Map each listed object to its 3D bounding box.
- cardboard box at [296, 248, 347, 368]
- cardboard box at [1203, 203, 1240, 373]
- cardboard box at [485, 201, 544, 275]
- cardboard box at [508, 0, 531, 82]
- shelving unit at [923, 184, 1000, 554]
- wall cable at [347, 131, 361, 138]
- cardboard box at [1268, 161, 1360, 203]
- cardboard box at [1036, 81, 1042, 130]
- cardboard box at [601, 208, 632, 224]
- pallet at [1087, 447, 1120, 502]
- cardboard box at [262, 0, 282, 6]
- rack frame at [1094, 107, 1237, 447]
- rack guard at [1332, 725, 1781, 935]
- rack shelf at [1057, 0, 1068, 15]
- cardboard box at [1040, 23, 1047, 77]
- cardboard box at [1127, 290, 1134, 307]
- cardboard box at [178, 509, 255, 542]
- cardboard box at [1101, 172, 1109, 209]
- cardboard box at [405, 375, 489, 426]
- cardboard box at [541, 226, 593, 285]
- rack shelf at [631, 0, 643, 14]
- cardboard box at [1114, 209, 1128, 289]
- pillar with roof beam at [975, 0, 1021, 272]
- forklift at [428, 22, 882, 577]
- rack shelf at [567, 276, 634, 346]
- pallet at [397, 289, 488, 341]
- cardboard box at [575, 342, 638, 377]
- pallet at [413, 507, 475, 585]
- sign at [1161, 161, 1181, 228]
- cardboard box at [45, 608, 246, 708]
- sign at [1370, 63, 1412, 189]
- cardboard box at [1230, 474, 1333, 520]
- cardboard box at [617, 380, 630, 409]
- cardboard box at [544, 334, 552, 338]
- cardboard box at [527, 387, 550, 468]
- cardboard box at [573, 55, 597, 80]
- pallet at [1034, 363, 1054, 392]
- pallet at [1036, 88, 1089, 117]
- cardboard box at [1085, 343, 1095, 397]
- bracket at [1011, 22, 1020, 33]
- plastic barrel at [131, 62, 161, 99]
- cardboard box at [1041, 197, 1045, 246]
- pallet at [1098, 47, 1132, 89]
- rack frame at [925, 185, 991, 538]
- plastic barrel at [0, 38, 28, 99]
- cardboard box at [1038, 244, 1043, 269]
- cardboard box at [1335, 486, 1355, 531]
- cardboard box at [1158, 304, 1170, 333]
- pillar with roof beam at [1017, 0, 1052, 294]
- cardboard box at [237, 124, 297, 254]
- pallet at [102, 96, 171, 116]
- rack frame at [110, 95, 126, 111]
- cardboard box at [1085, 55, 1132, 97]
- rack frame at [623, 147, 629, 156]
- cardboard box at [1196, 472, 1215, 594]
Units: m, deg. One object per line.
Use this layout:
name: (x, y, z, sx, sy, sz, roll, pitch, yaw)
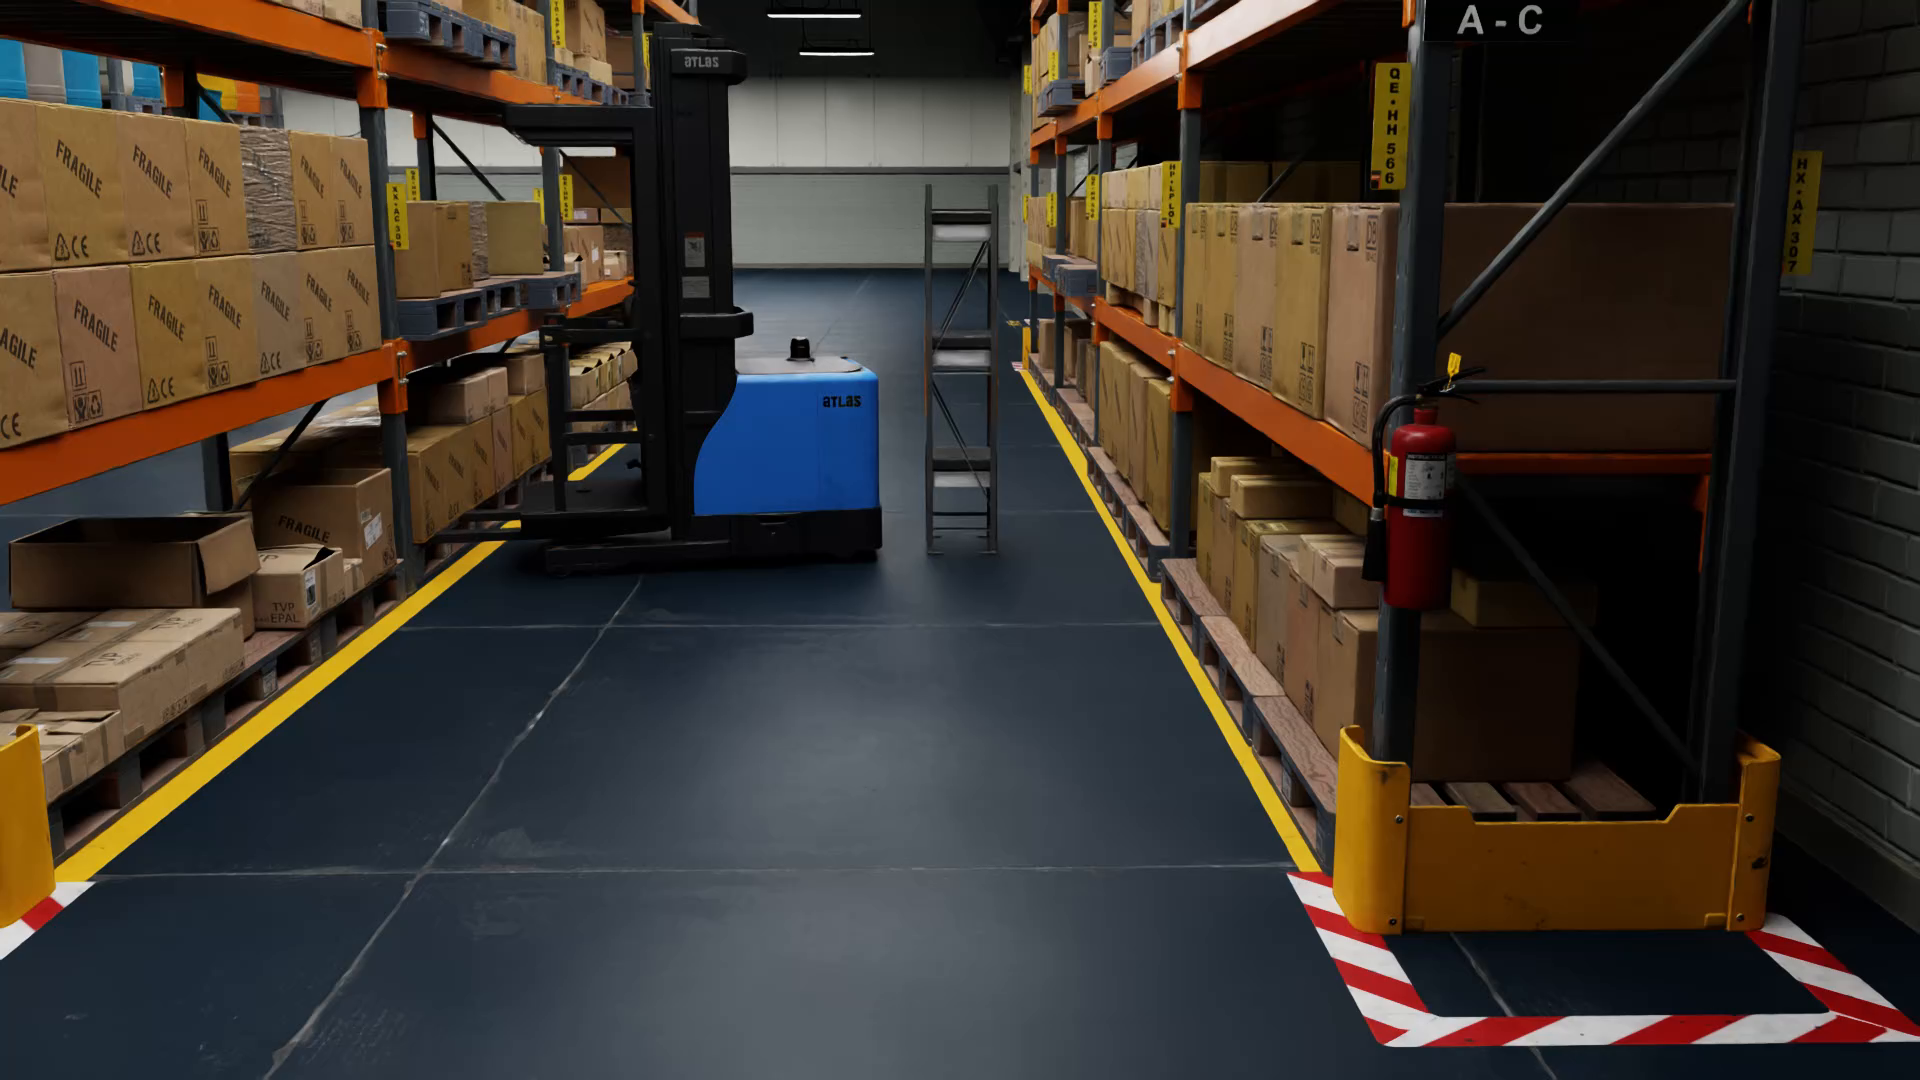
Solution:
cardboard box: (-3.069, -1.033, 7.355, 0.500, 0.500, 0.500, 0, 11, 0)
cardboard box: (1.609, -1.100, 7.181, 0.980, 0.700, 0.700, -1, 11, -3)
cardboard box: (-3.305, -2.110, 11.607, 0.700, 0.500, 0.500, -4, 12, -20)
cardboard box: (-3.377, -3.311, 11.039, 0.910, 0.500, 0.500, 0, 11, -1)
shelving unit: (0.003, -0.996, 9.688, 0.431, 2.100, 0.503, 0, 11, -1)
wall cable: (-19.124, -14.523, 50.460, 2.305, 6.003, 0.169, 0, 11, -1)
cardboard box: (1.855, -1.870, 8.798, 0.500, 0.250, 0.500, 0, 11, 1)
cardboard box: (1.104, -4.842, 18.538, 0.500, 0.500, 0.500, 0, 11, 1)
cardboard box: (-3.325, -3.196, 16.386, 0.380, 0.149, 0.250, 0, 11, -1)
pallet: (1.463, -0.477, 11.881, 1.003, 0.211, 1.213, 0, 11, -1)
cardboard box: (-3.053, -2.287, 6.620, 0.500, 0.250, 0.500, 0, 11, -1)
rack frame: (1.522, -2.001, 12.378, 1.000, 3.000, 0.127, 0, 11, -1)
rack guard: (1.688, 0.819, 4.764, 1.175, 0.500, 0.348, 0, 11, -1)
rack shelf: (1.480, -4.790, 13.852, 1.077, 0.370, 4.000, 0, 11, -1)
cardboard box: (1.115, -5.126, 17.421, 0.500, 0.500, 0.500, -1, 11, -3)
cardboard box: (1.343, -1.668, 11.320, 0.380, 0.149, 0.250, 0, 11, -2)
cardboard box: (-3.556, 0.002, 8.162, 0.500, 0.311, 0.500, 0, 11, -1)
cardboard box: (1.274, -2.476, 11.783, 0.500, 0.250, 0.500, 0, 11, 0)
cardboard box: (-3.135, -0.839, 9.943, 0.500, 0.250, 0.500, 0, 11, -1)
cardboard box: (-3.493, -2.467, 14.423, 0.500, 0.500, 0.500, 0, 11, -1)
rack shelf: (-3.472, -4.769, 13.748, 1.077, 0.370, 4.000, 0, 11, -1)
cardboard box: (1.287, -1.905, 10.855, 0.500, 0.500, 0.500, 0, 11, -1)
pillar with roof beam: (-2.688, -12.341, 48.259, 9.100, 9.000, 0.548, 0, 11, -1)
forklift: (-2.016, -1.349, 9.336, 3.031, 2.935, 1.130, -2, 12, -12)
rack shelf: (-3.472, -2.025, 14.305, 1.077, 0.370, 4.000, 0, 11, -1)
pallet: (-3.255, -1.250, 9.159, 1.003, 0.211, 1.213, 0, 11, -1)
cardboard box: (-3.193, -1.626, 14.979, 0.500, 0.311, 0.500, 0, 11, -1)
pallet: (-3.403, 0.020, 9.428, 1.003, 0.211, 1.213, 0, 11, -1)
sign: (1.062, -1.730, 8.331, 0.100, 0.325, 0.005, 0, 11, -1)
cardboard box: (-3.014, 0.434, 6.183, 0.500, 0.250, 0.500, 0, 11, -1)
sign: (1.144, -1.095, 4.403, 0.100, 0.325, 0.005, 0, 11, -1)
cardboard box: (1.353, -0.183, 7.015, 0.380, 0.149, 0.250, -1, 11, -3)
cardboard box: (-3.186, -1.249, 14.529, 0.500, 0.250, 0.500, 0, 11, 0)
cardboard box: (-3.754, -1.825, 15.959, 0.500, 0.311, 0.500, 0, 11, -1)
cardboard box: (-3.177, -0.785, 11.567, 0.500, 0.500, 0.500, 0, 11, 1)
cardboard box: (-3.496, -4.146, 14.726, 0.500, 0.250, 0.500, -1, 12, -7)
pallet: (1.362, -1.806, 18.430, 1.003, 0.211, 1.213, 0, 11, -1)
pallet: (1.345, -4.051, 15.410, 1.213, 0.211, 1.003, 0, 11, -1)
cardboard box: (1.532, -1.538, 15.276, 0.700, 0.500, 0.500, 0, 11, -2)
bracket: (1.394, -12.847, 41.696, 0.235, 0.232, 0.430, 0, 11, -1)
plastic barrel: (-8.379, -4.875, 16.684, 0.600, 0.901, 0.708, 0, 11, -1)
cardboard box: (1.104, -3.292, 17.181, 0.500, 0.500, 0.500, 0, 11, -1)
pallet: (1.588, -3.251, 11.468, 1.213, 0.211, 1.003, 0, 11, 1)
rack frame: (-0.002, -1.045, 9.927, 0.400, 2.100, 0.015, 0, 11, -1)
plastic barrel: (-8.211, -4.111, 13.973, 0.600, 0.901, 0.708, 0, 11, -1)
cardboard box: (1.099, -3.024, 17.749, 0.500, 0.250, 0.500, 0, 11, -1)
cardboard box: (1.743, -0.126, 6.737, 0.380, 0.149, 0.250, 0, 11, -2)
cardboard box: (1.286, -1.209, 9.054, 0.380, 0.149, 0.250, 0, 11, 0)
pillar with roof beam: (-2.440, -9.956, 36.501, 9.100, 9.000, 0.548, 0, 11, -1)
cardboard box: (-3.055, -1.422, 6.759, 0.500, 0.500, 0.500, 0, 11, -1)
pallet: (-8.578, -4.276, 16.522, 1.213, 0.211, 1.003, 0, 11, -1)
rack frame: (-8.466, -2.755, 16.096, 1.000, 3.000, 0.127, 0, 11, -1)
cardboard box: (1.237, -3.579, 12.786, 0.500, 0.311, 0.500, 0, 11, -1)
rack frame: (-3.596, -3.570, 20.112, 1.000, 3.000, 0.127, 0, 11, -1)
cardboard box: (1.517, -0.037, 7.930, 0.700, 0.500, 0.500, 0, 11, 0)
